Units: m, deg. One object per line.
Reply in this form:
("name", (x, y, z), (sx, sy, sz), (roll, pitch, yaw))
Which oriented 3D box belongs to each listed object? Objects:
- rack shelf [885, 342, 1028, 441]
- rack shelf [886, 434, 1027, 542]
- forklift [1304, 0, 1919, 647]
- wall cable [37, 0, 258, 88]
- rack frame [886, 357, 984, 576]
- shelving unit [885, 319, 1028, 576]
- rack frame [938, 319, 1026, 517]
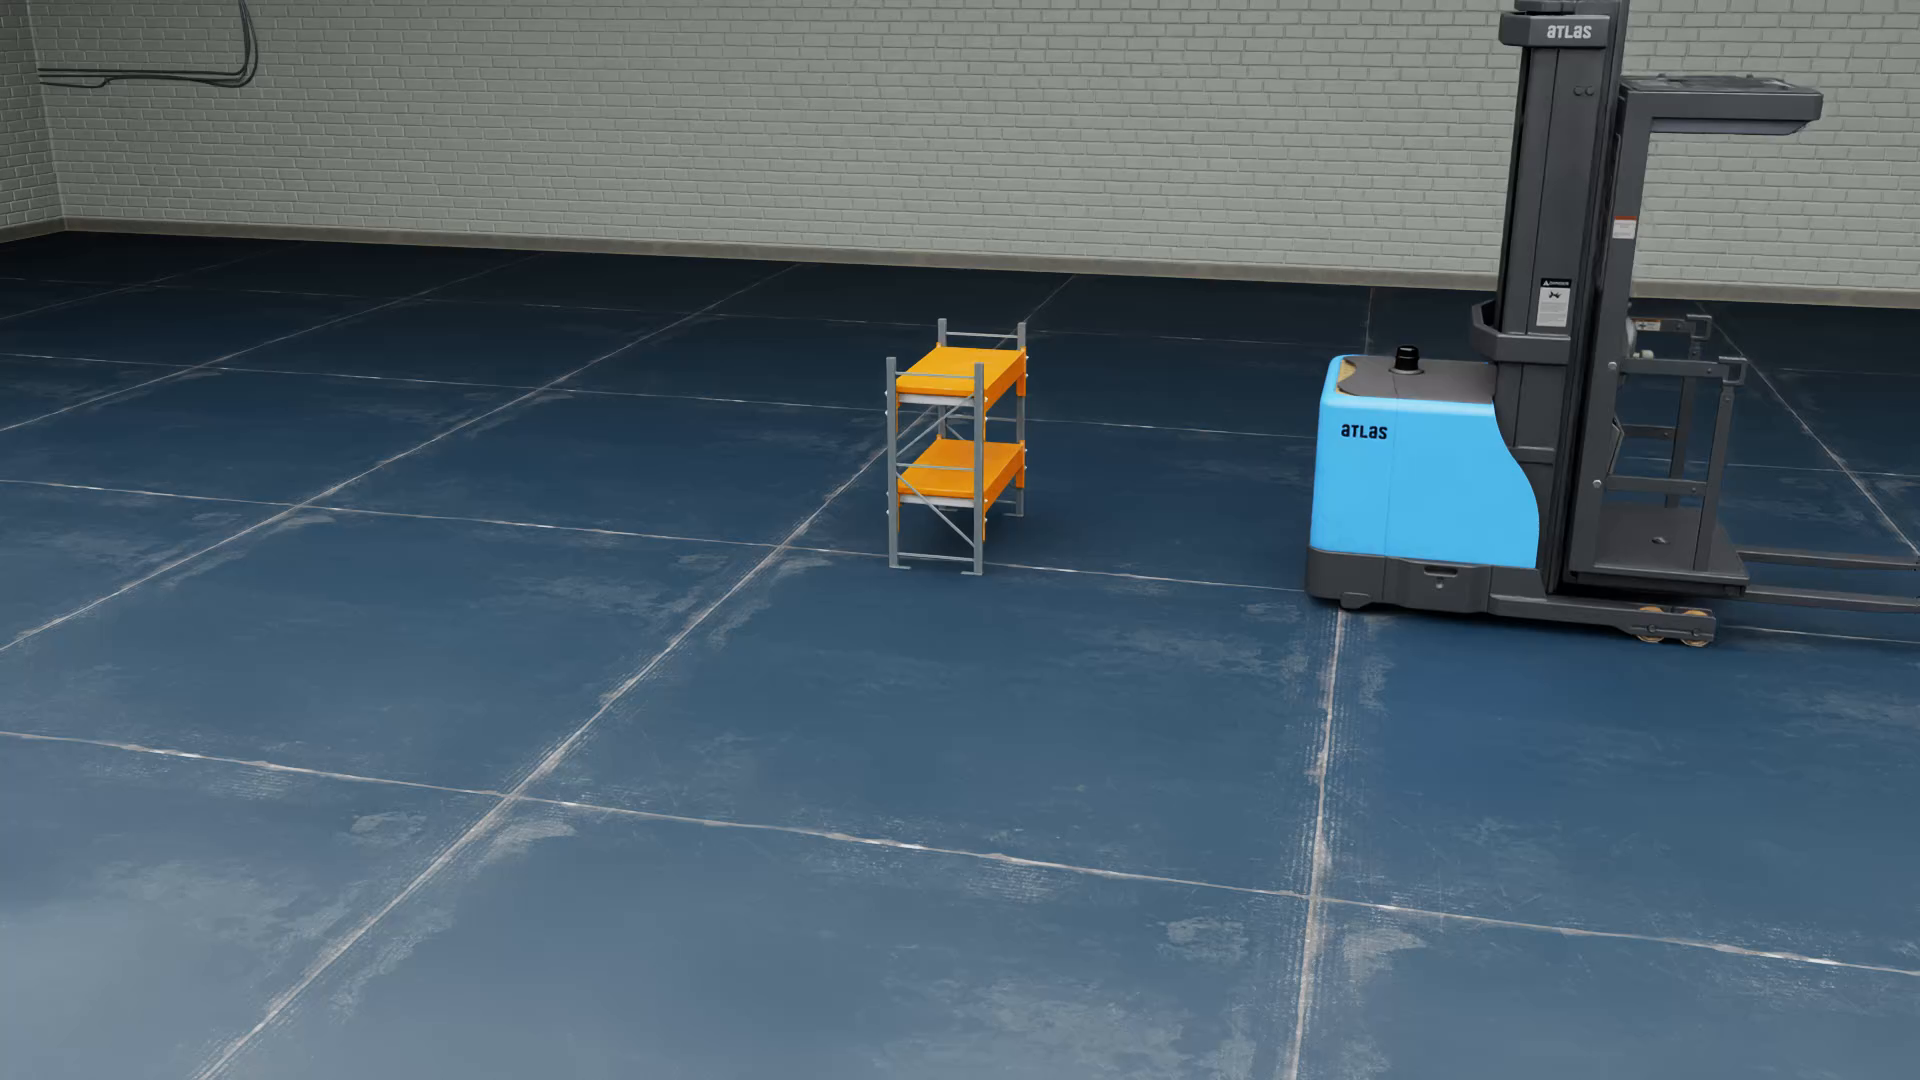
("rack shelf", (-0.002, -0.807, 8.905), (0.538, 0.278, 1.000), (5, 19, 13))
("rack shelf", (-0.002, -0.299, 9.079), (0.538, 0.278, 1.000), (5, 19, 13))
("forklift", (3.280, -1.081, 7.819), (3.031, 2.935, 1.130), (5, 19, 14))
("wall cable", (-9.457, -6.426, 18.883), (3.097, 2.526, 0.112), (5, 19, 13))
("rack frame", (-0.126, -0.371, 8.533), (0.500, 1.125, 0.032), (5, 19, 13))
("shelving unit", (-0.002, -0.530, 9.000), (0.538, 1.125, 1.048), (5, 19, 13))
("rack frame", (0.123, -0.690, 9.466), (0.500, 1.125, 0.032), (5, 19, 13))
